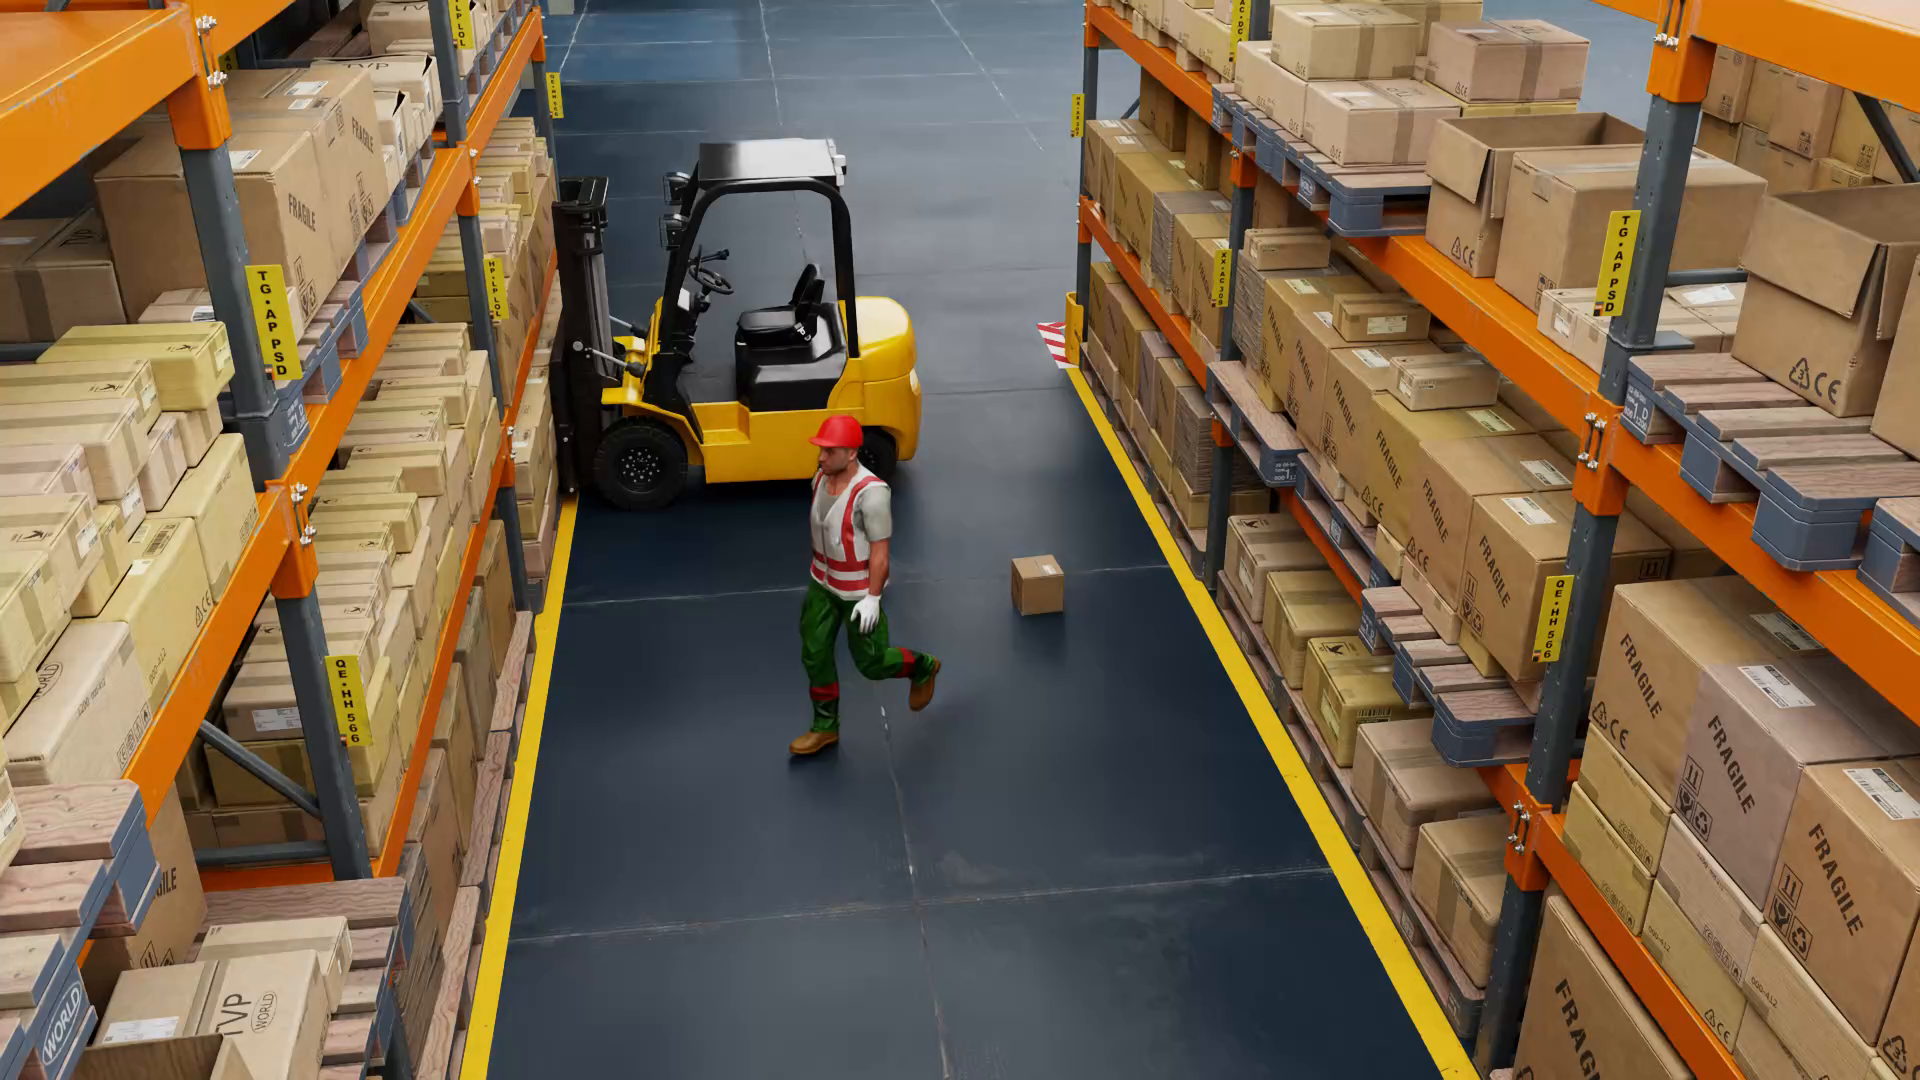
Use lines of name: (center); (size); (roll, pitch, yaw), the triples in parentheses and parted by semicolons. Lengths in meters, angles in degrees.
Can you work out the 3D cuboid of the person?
person: (-0.502, 0.197, 8.186); (0.539, 1.764, 0.855); (23, 35, 38)
